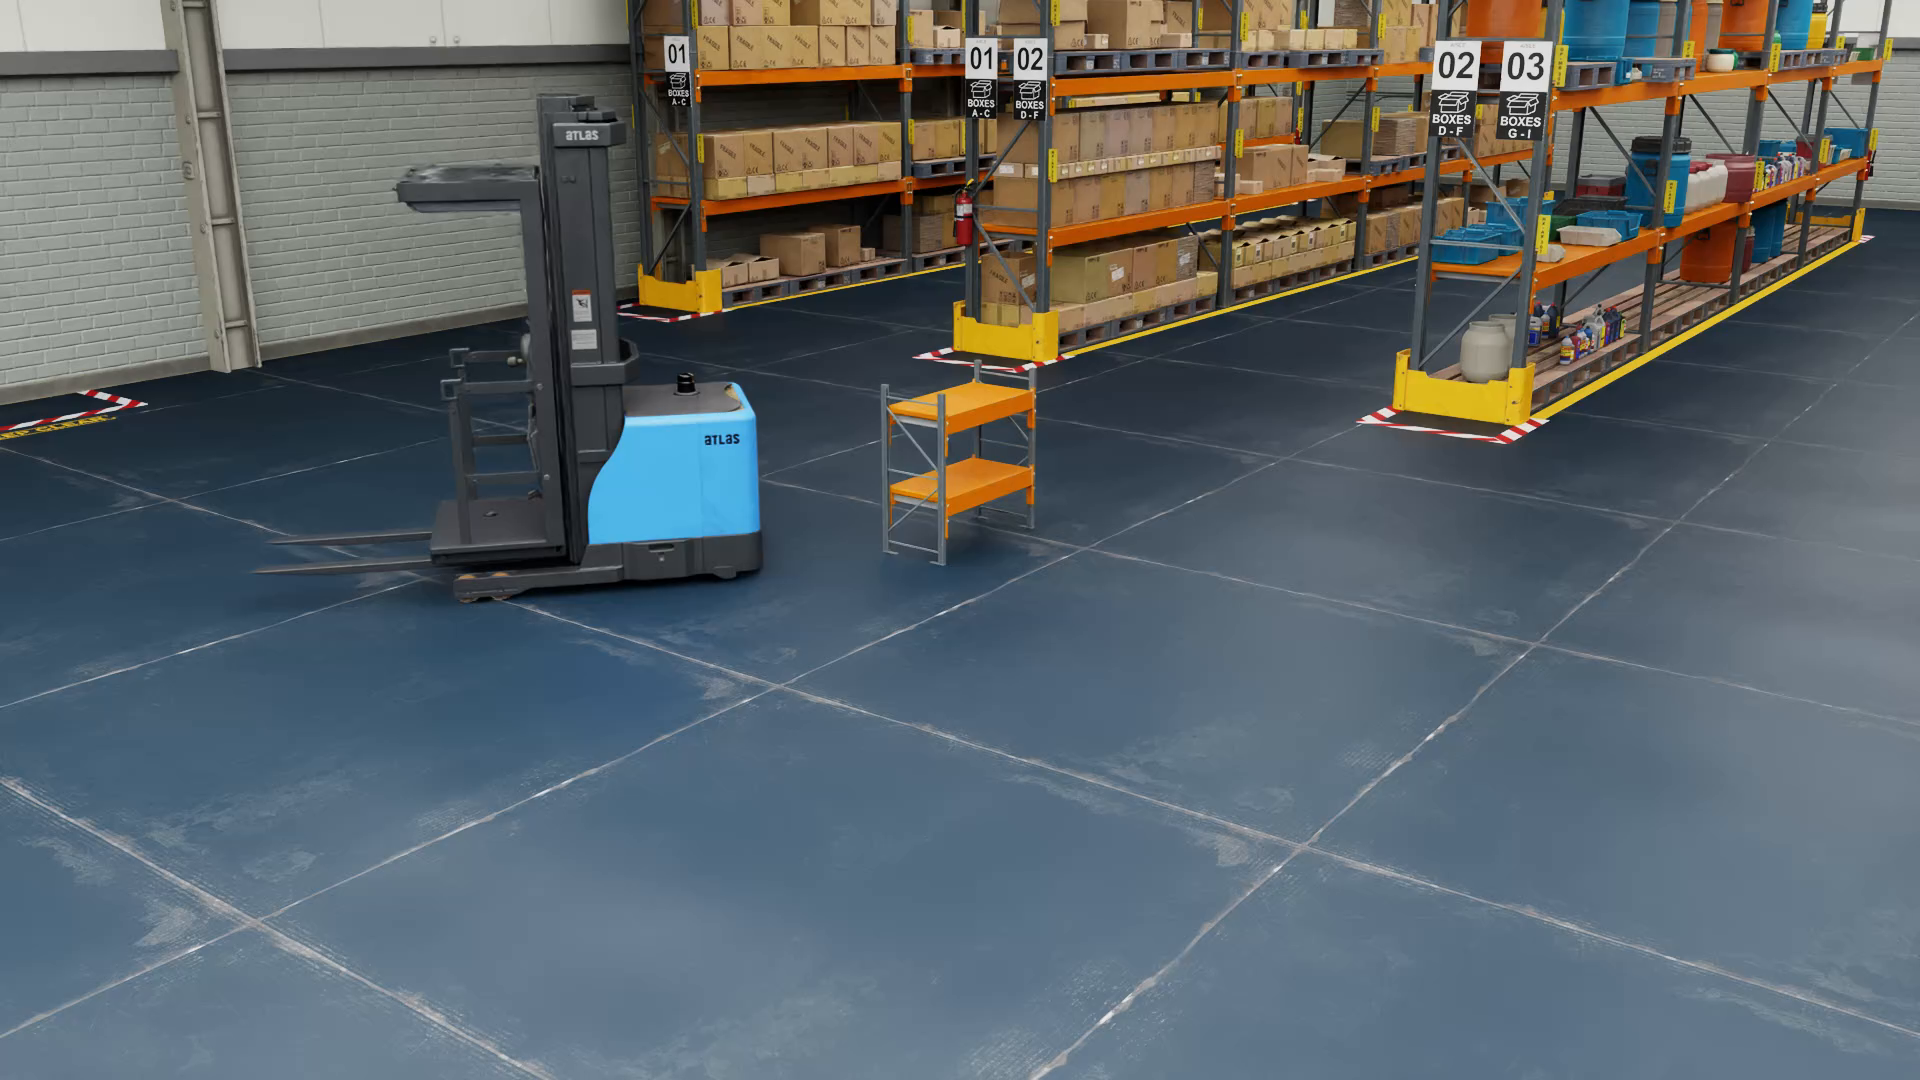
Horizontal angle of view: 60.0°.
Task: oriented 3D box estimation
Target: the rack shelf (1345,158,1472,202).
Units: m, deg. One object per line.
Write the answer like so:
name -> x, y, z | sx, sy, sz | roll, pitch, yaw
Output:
rack shelf -> 6.450, -5.451, 24.953 | 1.077, 0.370, 4.000 | 12, 21, 35

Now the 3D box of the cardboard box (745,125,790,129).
cardboard box -> -2.467, -5.095, 21.548 | 0.500, 0.500, 0.500 | 13, 21, 35

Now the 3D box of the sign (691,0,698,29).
sign -> -3.053, -6.041, 19.109 | 0.100, 0.325, 0.005 | 12, 21, 35

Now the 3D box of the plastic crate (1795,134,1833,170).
plastic crate -> 12.351, -5.622, 24.082 | 0.402, 0.464, 0.583 | 12, 21, 35

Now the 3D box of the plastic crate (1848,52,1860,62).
plastic crate -> 12.969, -7.118, 24.495 | 0.437, 0.136, 0.530 | 12, 21, 35

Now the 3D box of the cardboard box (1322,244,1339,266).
cardboard box -> 4.836, -3.914, 22.718 | 0.500, 0.250, 0.500 | 12, 21, 34

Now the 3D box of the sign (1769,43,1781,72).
sign -> 9.680, -5.729, 19.754 | 0.100, 0.325, 0.005 | 12, 21, 35

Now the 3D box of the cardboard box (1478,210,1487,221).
cardboard box -> 8.572, -5.398, 27.603 | 0.380, 0.166, 0.250 | 12, 21, 35

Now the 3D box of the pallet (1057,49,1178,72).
pallet -> 1.660, -5.259, 18.212 | 1.003, 0.211, 1.213 | 12, 21, 35

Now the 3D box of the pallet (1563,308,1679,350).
pallet -> 7.287, -2.352, 18.461 | 1.003, 0.211, 1.213 | 12, 21, 35

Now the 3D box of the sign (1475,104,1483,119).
sign -> 8.089, -6.727, 25.895 | 0.100, 0.325, 0.005 | 12, 21, 35

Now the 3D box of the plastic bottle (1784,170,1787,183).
plastic bottle -> 10.996, -4.877, 22.227 | 0.097, 0.201, 0.097 | 0, 17, 0

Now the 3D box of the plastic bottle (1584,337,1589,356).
plastic bottle -> 6.120, -1.916, 16.333 | 0.097, 0.201, 0.097 | 0, 17, 0

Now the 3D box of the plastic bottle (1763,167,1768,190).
plastic bottle -> 10.281, -4.621, 21.264 | 0.061, 0.283, 0.133 | 12, 21, 35

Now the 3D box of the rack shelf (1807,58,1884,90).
rack shelf -> 12.809, -6.960, 24.754 | 1.077, 0.370, 4.000 | 12, 21, 35

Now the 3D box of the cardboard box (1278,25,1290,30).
cardboard box -> 5.821, -9.486, 31.051 | 0.500, 0.250, 0.500 | 13, 22, 36

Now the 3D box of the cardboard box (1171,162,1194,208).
cardboard box -> 2.306, -4.180, 19.477 | 0.700, 0.500, 0.500 | 12, 21, 34

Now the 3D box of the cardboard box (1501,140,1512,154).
cardboard box -> 8.766, -6.633, 27.378 | 0.500, 0.500, 0.500 | 12, 21, 34

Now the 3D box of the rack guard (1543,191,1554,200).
rack guard -> 9.979, -6.012, 29.760 | 1.175, 0.500, 0.348 | 12, 21, 35

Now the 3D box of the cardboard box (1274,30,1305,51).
cardboard box -> 4.063, -6.372, 21.191 | 0.500, 0.250, 0.500 | 10, 20, 30

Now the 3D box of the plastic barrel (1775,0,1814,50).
plastic barrel -> 10.723, -6.834, 21.581 | 0.600, 0.901, 0.708 | 12, 21, 35

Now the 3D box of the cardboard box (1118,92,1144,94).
cardboard box -> 2.871, -7.514, 28.413 | 0.500, 0.250, 0.500 | 13, 21, 35

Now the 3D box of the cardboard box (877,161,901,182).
cardboard box -> -1.145, -5.012, 22.544 | 0.500, 0.250, 0.500 | 12, 21, 35

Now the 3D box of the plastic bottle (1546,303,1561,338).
plastic bottle -> 6.152, -2.290, 17.285 | 0.144, 0.351, 0.185 | 12, 21, 35

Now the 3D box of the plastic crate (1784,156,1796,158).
plastic crate -> 12.068, -5.606, 24.602 | 0.437, 0.125, 0.590 | 12, 21, 35

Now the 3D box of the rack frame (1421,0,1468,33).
rack frame -> 7.641, -9.136, 25.490 | 1.000, 3.000, 0.127 | 12, 21, 35

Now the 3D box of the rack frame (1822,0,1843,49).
rack frame -> 11.617, -8.260, 22.669 | 1.000, 3.000, 0.127 | 12, 21, 35

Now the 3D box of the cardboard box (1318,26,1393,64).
cardboard box -> 5.491, -6.908, 23.206 | 0.910, 0.500, 0.500 | 12, 21, 35

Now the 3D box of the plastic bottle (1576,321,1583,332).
plastic bottle -> 6.205, -2.056, 16.645 | 0.061, 0.283, 0.133 | 12, 21, 35

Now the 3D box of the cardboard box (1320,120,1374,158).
cardboard box -> 5.543, -5.737, 23.782 | 0.700, 0.500, 0.500 | 5, 18, 16

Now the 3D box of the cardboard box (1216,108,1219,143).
cardboard box -> 3.997, -7.415, 29.558 | 0.980, 0.700, 0.700 | 13, 21, 36

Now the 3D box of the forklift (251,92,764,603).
forklift -> -2.813, -1.194, 10.146 | 3.031, 2.935, 1.130 | -4, 18, -13

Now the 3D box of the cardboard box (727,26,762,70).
cardboard box -> -2.741, -5.934, 20.035 | 0.500, 0.500, 0.500 | 14, 22, 38

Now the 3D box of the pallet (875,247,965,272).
pallet -> -0.643, -4.094, 24.072 | 1.003, 0.211, 1.213 | 12, 21, 35

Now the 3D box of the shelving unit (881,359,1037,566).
shelving unit -> 0.004, -0.539, 11.082 | 0.538, 1.125, 1.048 | 12, 21, 35

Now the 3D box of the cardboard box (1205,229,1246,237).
cardboard box -> 3.490, -3.911, 21.764 | 0.500, 0.311, 0.500 | 12, 21, 35

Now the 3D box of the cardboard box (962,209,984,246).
cardboard box -> -0.077, -4.681, 24.733 | 0.700, 0.500, 0.500 | 13, 21, 35

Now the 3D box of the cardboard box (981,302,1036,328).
cardboard box -> 0.573, -2.480, 18.101 | 0.500, 0.250, 0.500 | 12, 21, 35

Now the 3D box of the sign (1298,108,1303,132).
sign -> 4.816, -5.927, 23.454 | 0.100, 0.325, 0.005 | 12, 21, 35

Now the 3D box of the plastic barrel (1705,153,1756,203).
plastic barrel -> 9.201, -4.343, 19.942 | 0.600, 0.536, 0.708 | 12, 21, 35

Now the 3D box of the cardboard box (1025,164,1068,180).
cardboard box -> 0.898, -3.826, 17.244 | 0.380, 0.149, 0.250 | 12, 21, 34

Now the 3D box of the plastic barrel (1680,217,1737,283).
plastic barrel -> 9.512, -3.726, 21.135 | 0.600, 0.830, 0.708 | 12, 21, 35

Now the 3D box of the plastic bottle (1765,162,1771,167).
plastic bottle -> 10.794, -4.906, 22.200 | 0.097, 0.271, 0.097 | 0, 17, 0

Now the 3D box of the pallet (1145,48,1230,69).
pallet -> 2.387, -5.548, 19.144 | 1.003, 0.211, 1.213 | 12, 21, 35

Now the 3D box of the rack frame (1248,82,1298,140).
rack frame -> 6.044, -8.098, 32.264 | 1.000, 3.000, 0.127 | 12, 21, 35

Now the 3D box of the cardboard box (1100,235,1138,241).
cardboard box -> 1.751, -3.318, 19.534 | 0.500, 0.500, 0.500 | 12, 21, 35

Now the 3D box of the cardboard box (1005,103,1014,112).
cardboard box -> 0.916, -6.594, 25.415 | 0.380, 0.149, 0.250 | 9, 19, 26

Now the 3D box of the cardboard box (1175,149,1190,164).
cardboard box -> 2.426, -4.436, 19.210 | 0.380, 0.149, 0.250 | 12, 21, 35

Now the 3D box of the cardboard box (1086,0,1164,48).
cardboard box -> 1.792, -5.745, 18.510 | 0.797, 0.503, 0.637 | 15, 23, 41

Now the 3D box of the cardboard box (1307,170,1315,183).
cardboard box -> 4.543, -4.885, 22.339 | 0.380, 0.149, 0.250 | 14, 22, 39

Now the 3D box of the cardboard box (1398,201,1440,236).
cardboard box -> 6.977, -4.884, 25.385 | 0.500, 0.500, 0.500 | 13, 21, 35

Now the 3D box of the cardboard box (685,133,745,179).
cardboard box -> -2.964, -4.644, 20.095 | 0.500, 0.500, 0.500 | 12, 21, 35
